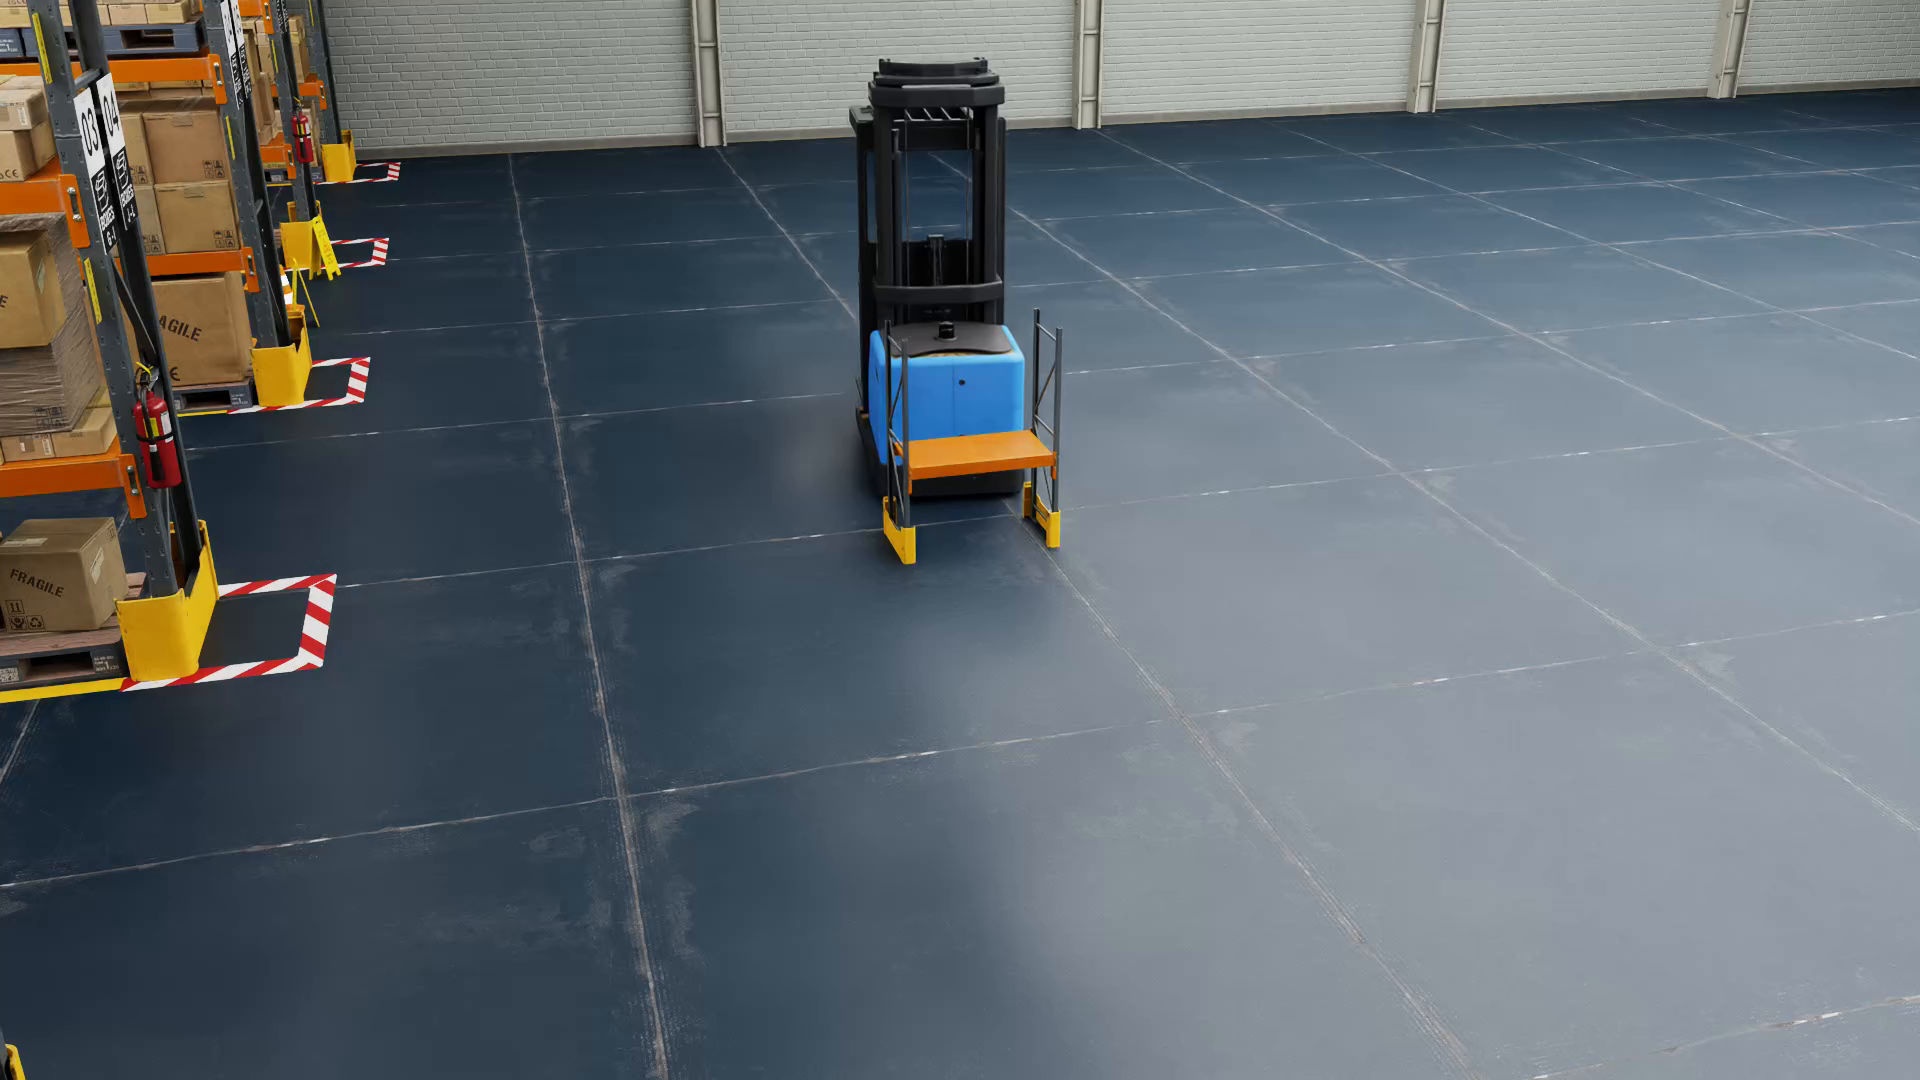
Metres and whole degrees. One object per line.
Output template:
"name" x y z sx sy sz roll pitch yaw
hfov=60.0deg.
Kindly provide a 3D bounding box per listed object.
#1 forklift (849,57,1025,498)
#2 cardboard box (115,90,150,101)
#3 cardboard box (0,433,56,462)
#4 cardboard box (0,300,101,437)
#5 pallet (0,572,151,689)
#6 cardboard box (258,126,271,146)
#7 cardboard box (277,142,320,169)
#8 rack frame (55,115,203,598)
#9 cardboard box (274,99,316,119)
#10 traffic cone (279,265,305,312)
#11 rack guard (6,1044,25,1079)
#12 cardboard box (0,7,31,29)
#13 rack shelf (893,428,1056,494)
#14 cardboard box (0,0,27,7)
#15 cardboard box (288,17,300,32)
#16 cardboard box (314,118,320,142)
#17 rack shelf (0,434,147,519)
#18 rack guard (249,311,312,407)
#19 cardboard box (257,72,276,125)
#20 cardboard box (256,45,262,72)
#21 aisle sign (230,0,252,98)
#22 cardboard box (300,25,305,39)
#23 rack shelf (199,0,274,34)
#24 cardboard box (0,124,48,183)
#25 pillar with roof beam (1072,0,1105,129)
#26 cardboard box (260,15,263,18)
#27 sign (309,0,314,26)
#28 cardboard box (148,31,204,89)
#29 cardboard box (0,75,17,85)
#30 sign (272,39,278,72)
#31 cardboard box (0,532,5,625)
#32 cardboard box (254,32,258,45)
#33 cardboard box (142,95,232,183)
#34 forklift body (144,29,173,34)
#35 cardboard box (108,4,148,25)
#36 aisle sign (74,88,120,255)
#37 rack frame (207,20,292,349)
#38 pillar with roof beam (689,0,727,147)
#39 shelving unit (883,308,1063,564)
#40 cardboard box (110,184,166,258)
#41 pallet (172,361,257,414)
"forklift" -0.243 -2.192 12.640 1.130 2.935 3.031 -3 23 -7
"cardboard box" -8.686 -4.497 17.422 0.500 0.500 0.500 -6 24 -15
"cardboard box" -5.055 -0.567 9.086 0.250 0.149 0.380 -6 24 -14
"cardboard box" -5.132 -0.952 9.161 0.500 0.500 0.875 -6 24 -14
"pallet" -5.460 0.545 9.712 1.213 0.211 1.003 -6 24 -14
"cardboard box" -7.574 -4.344 17.888 0.250 0.149 0.380 -5 24 -13
"cardboard box" -8.984 -5.224 22.574 0.500 0.250 0.500 -6 24 -14
"rack frame" -4.595 -0.818 9.352 0.127 3.000 1.000 -6 24 -14
"cardboard box" -9.130 -5.874 22.822 0.500 0.250 0.500 -7 24 -15
"traffic cone" -6.710 -2.494 16.475 0.334 0.463 0.336 -6 24 -14
"rack guard" -3.318 2.237 5.402 0.348 0.500 1.175 -6 24 -14
"cardboard box" -7.047 -3.941 12.486 0.250 0.149 0.380 -7 24 -15
"rack shelf" 0.082 -0.533 11.046 1.000 0.185 0.538 -6 24 -14
"cardboard box" -7.199 -4.132 12.426 0.500 0.250 0.500 -6 24 -15
"cardboard box" -8.904 -6.827 22.030 0.250 0.149 0.380 -6 24 -14
"cardboard box" -9.125 -5.652 22.939 0.500 0.250 0.500 -6 24 -13
"rack shelf" -6.521 -0.274 8.997 4.000 0.370 1.077 -6 24 -14
"rack guard" -5.815 -1.565 14.264 0.348 0.500 1.175 -6 24 -14
"cardboard box" -7.803 -4.818 18.170 0.500 0.500 0.500 -7 24 -15
"cardboard box" -9.521 -6.306 22.016 0.500 0.500 0.500 -6 24 -13
"aisle sign" -5.850 -4.028 13.536 0.004 0.787 0.394 -6 24 -14
"cardboard box" -9.013 -6.871 22.509 0.250 0.149 0.380 -7 24 -16
"rack shelf" -9.198 -5.415 17.174 4.000 0.370 1.077 -6 24 -14
"cardboard box" -4.991 -1.979 8.445 0.500 0.250 0.500 -6 24 -13
"pillar with roof beam" 3.186 -9.133 21.123 0.400 9.000 9.100 -6 24 -14
"cardboard box" -9.271 -6.986 22.400 0.250 0.149 0.380 -5 24 -13
"sign" -8.483 -6.898 21.753 0.005 0.325 0.100 -6 24 -14
"cardboard box" -8.194 -5.034 17.406 0.500 0.500 0.700 -6 24 -14
"cardboard box" -5.199 -2.378 8.869 0.250 0.149 0.380 -6 24 -13
"sign" -7.142 -5.045 17.334 0.005 0.325 0.100 -6 24 -14
"cardboard box" -5.767 0.275 9.443 0.500 0.500 0.500 0 23 0
"cardboard box" -9.379 -6.622 21.930 0.250 0.149 0.380 -6 24 -13
"cardboard box" -6.205 -3.252 13.465 0.550 0.550 0.875 -6 24 -14
"forklift body" -9.950 -5.180 20.594 1.214 2.155 2.313 -6 24 -14
"cardboard box" -6.309 -4.023 12.677 0.250 0.149 0.380 -6 24 -14
"aisle sign" -4.455 -1.905 8.589 0.004 0.787 0.394 -6 24 -14
"rack frame" -5.838 -2.712 13.765 0.127 3.000 1.000 -6 24 -14
"pillar with roof beam" -2.591 -8.494 19.633 0.400 9.000 9.100 -6 24 -14
"shelving unit" 0.073 -0.697 10.973 1.083 1.500 0.587 -6 24 -14
"cardboard box" -6.706 -2.657 13.448 0.550 0.550 0.875 -6 24 -14
"pallet" -6.586 -1.315 14.048 1.213 0.211 1.003 -6 24 -14
